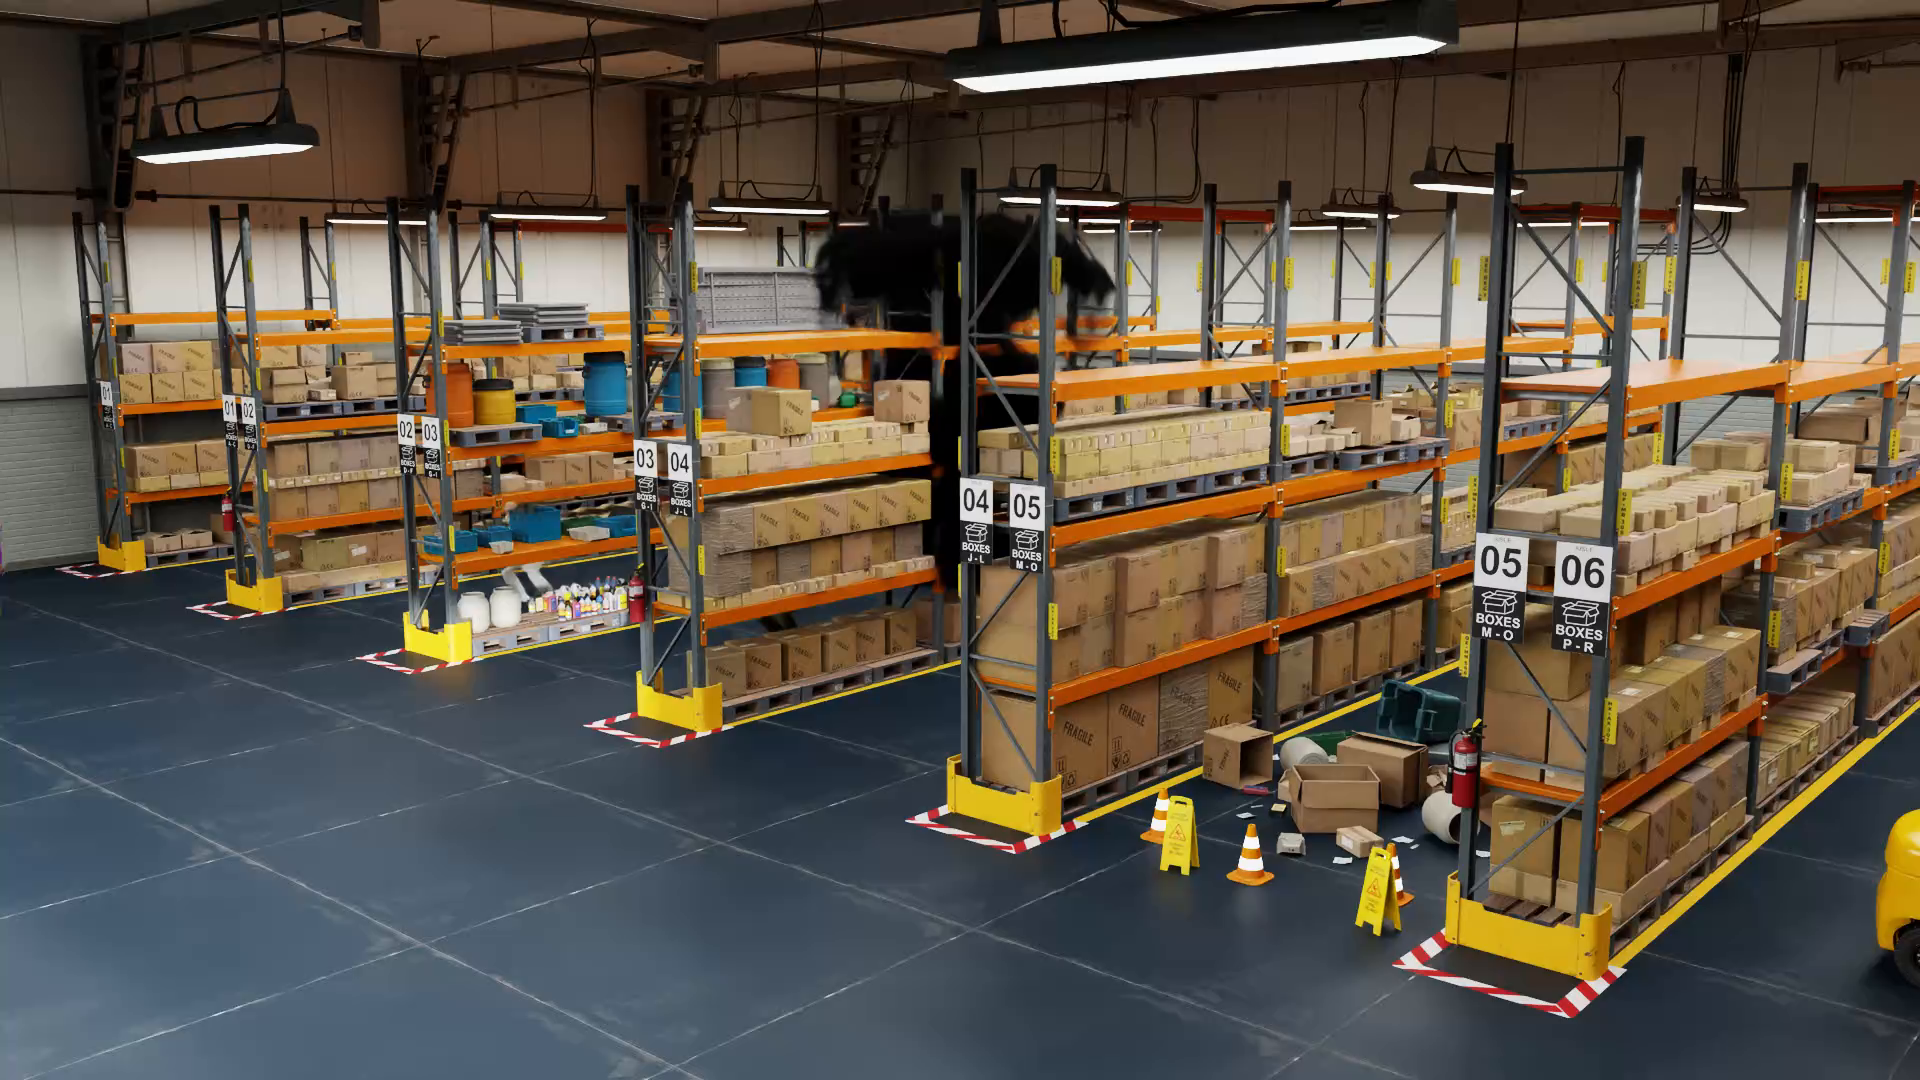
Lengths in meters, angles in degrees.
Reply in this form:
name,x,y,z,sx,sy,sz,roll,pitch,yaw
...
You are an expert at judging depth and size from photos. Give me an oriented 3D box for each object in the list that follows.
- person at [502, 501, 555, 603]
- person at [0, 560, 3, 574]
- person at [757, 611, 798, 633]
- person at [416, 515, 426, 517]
name,x,y,z,sx,sy,sz,roll,pitch,yaw
person,-6.481,0.206,25.119,0.935,1.673,0.725,-9,13,-43
person,-13.022,0.671,21.979,0.699,1.769,0.927,-4,10,-23
person,-2.391,0.689,22.071,0.691,1.688,0.795,8,13,41
person,-9.578,-0.578,29.642,0.529,1.696,0.887,6,11,33
